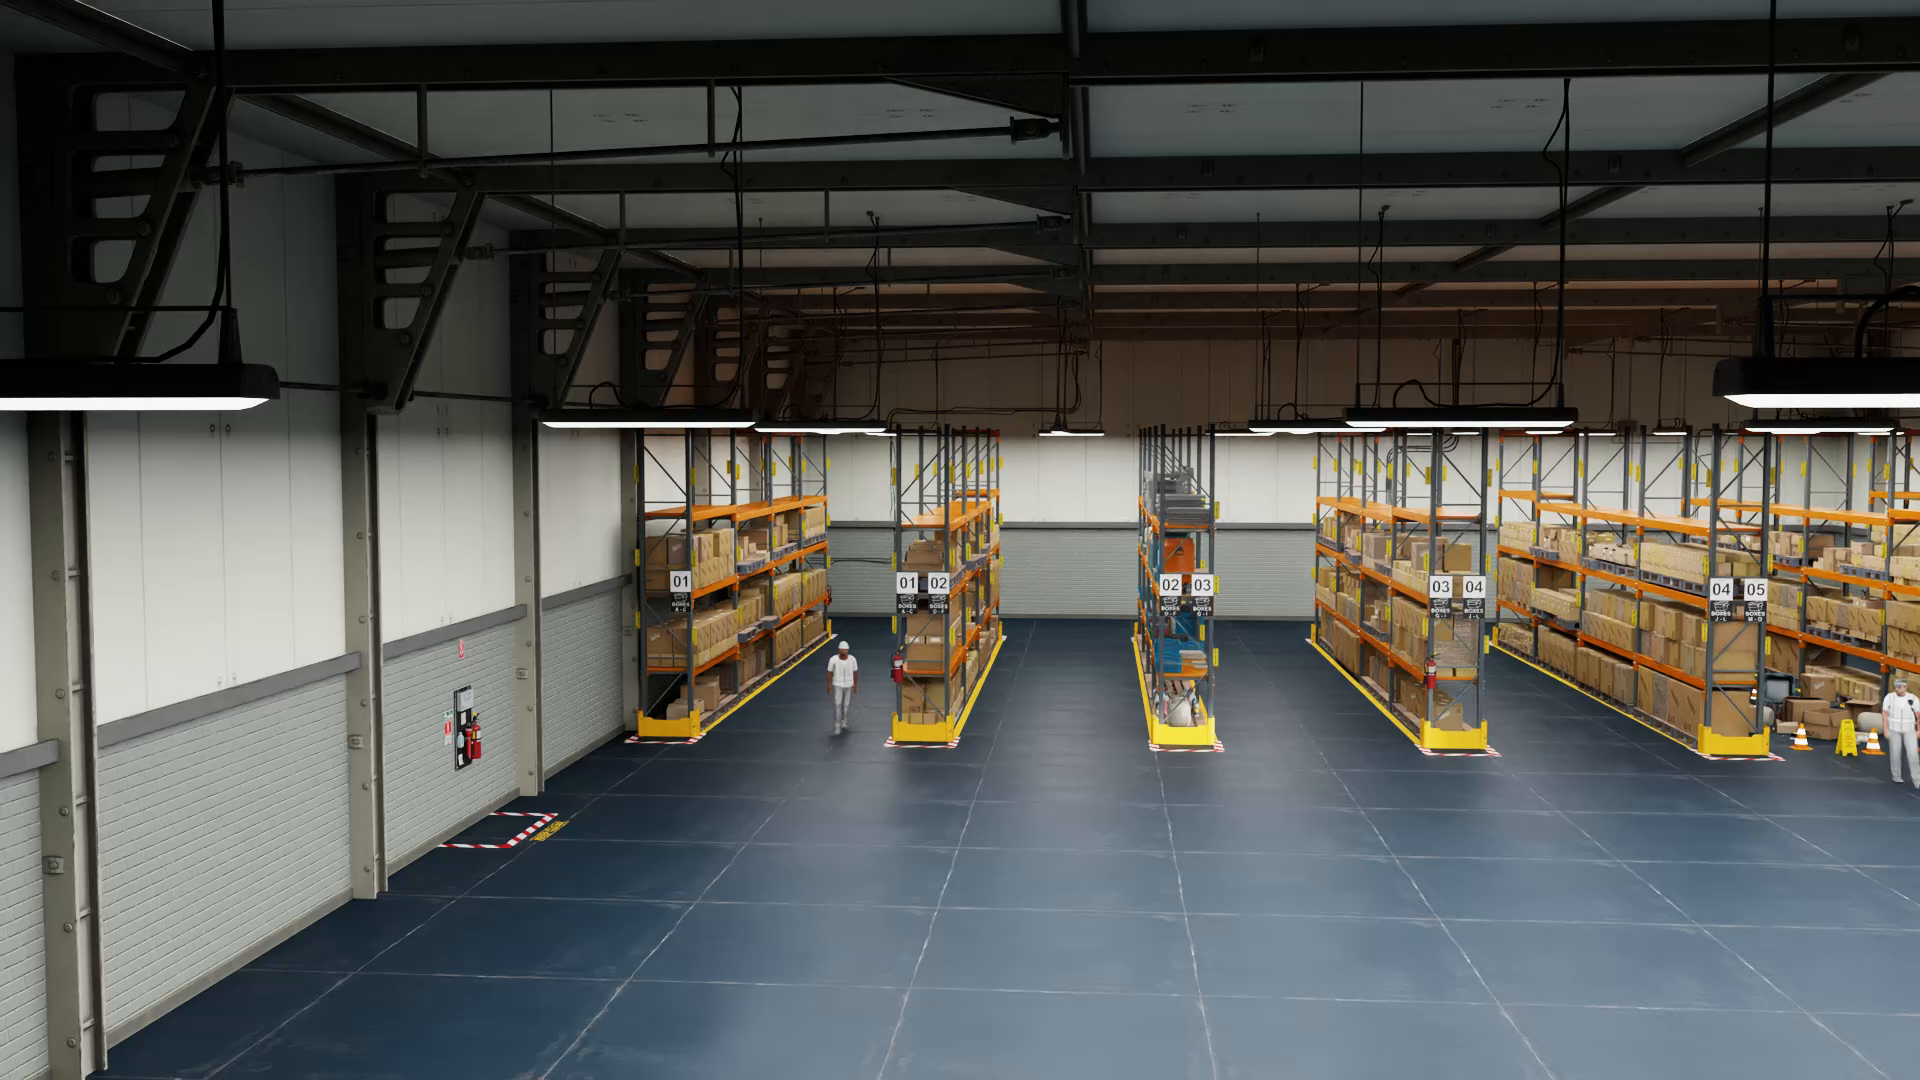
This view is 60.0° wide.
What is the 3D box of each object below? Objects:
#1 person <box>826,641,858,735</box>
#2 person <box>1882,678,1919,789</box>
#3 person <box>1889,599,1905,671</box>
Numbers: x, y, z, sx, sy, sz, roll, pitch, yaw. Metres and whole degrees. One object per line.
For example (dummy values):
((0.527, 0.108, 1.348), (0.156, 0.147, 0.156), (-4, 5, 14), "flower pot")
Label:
((-2.285, 2.873, 32.533), (0.597, 1.776, 0.806), (-1, 4, -18), "person")
((15.620, 3.176, 27.521), (0.649, 1.758, 0.661), (2, 4, 30), "person")
((23.237, 2.345, 40.955), (0.578, 1.789, 0.581), (-1, 4, -19), "person")
